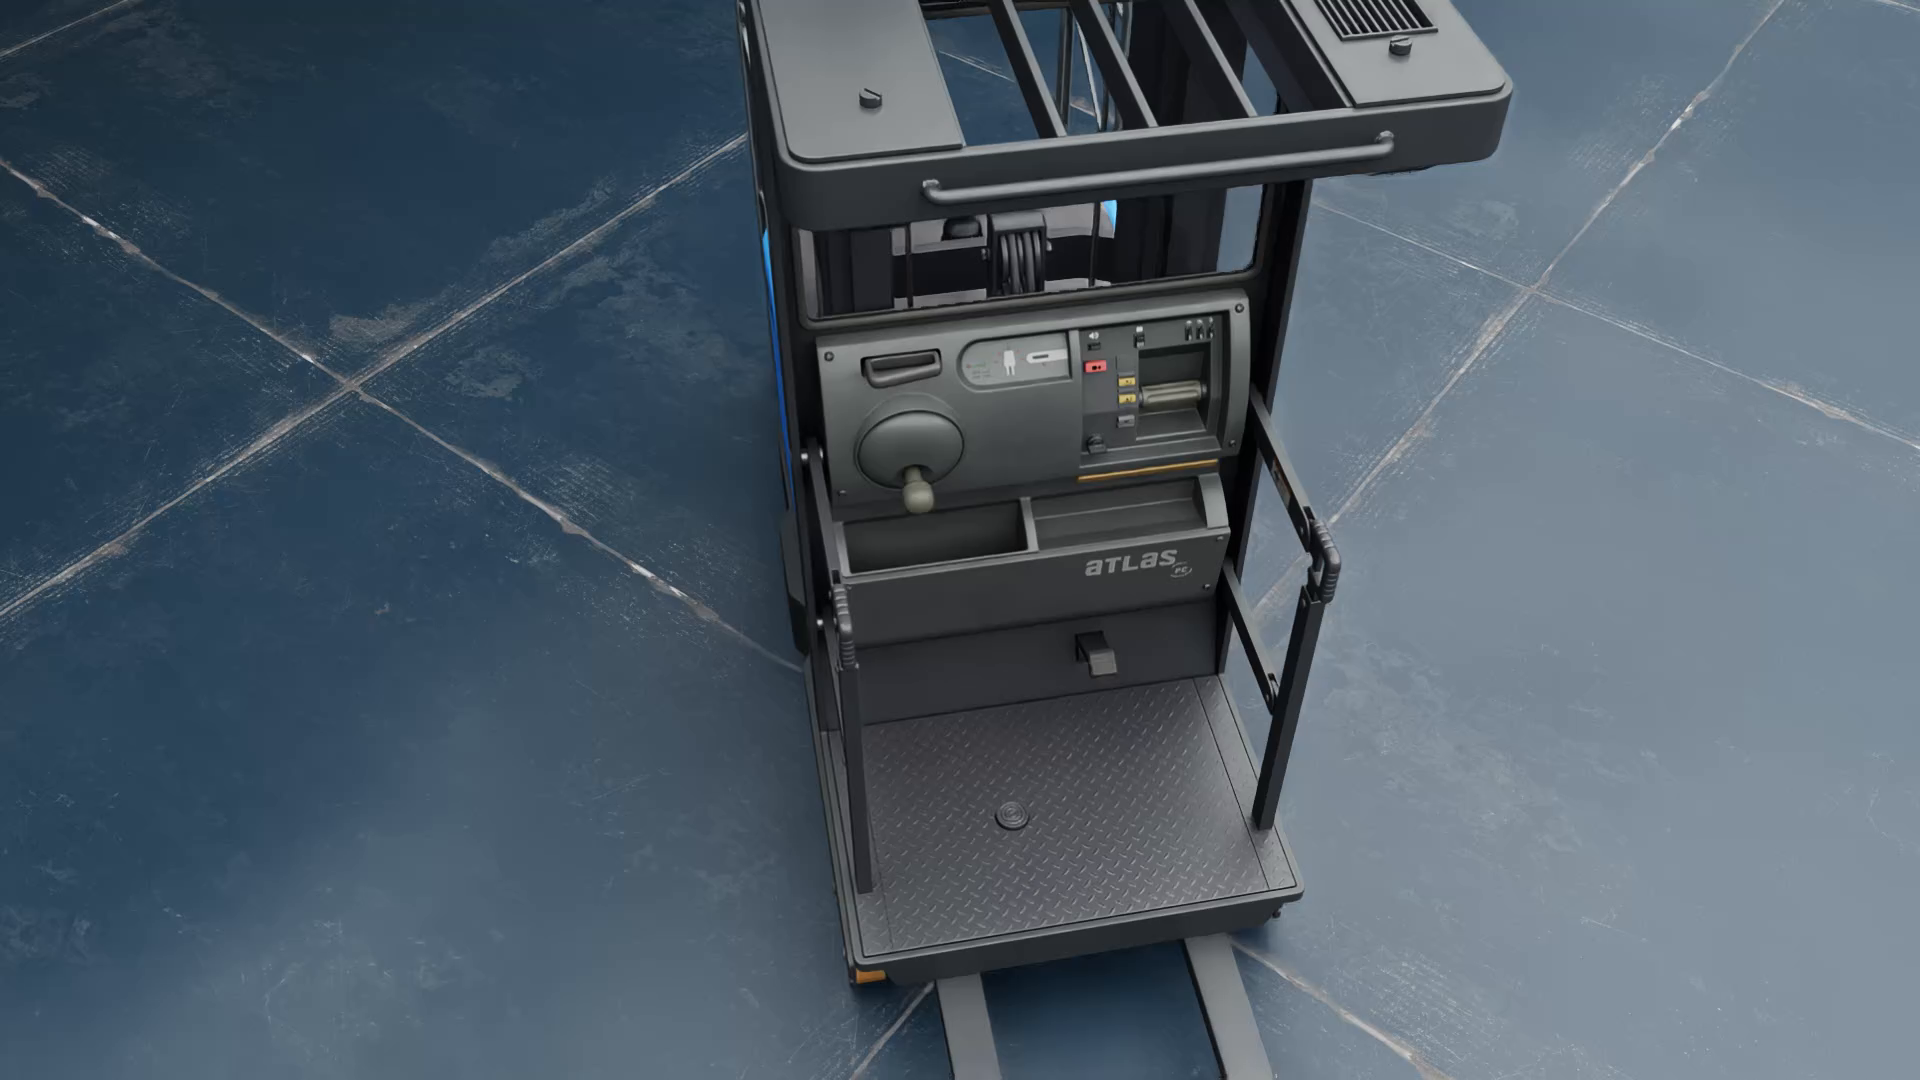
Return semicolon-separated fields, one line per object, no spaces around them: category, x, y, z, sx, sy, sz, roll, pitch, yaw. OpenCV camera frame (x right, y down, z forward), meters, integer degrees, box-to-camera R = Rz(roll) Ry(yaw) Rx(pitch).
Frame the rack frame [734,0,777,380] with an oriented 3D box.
rack frame;-0.558;-0.939;5.109;0.032;1.500;0.500;-14;48;-13

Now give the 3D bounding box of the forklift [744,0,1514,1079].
forklift;0.208;-0.197;3.411;1.130;2.935;3.031;-8;47;-7

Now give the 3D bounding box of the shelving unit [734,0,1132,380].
shelving unit;-0.076;-1.055;5.221;1.048;1.500;0.538;-14;48;-13

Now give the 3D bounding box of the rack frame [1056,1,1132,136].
rack frame;0.406;-1.172;5.332;0.032;1.500;0.500;-14;48;-13
